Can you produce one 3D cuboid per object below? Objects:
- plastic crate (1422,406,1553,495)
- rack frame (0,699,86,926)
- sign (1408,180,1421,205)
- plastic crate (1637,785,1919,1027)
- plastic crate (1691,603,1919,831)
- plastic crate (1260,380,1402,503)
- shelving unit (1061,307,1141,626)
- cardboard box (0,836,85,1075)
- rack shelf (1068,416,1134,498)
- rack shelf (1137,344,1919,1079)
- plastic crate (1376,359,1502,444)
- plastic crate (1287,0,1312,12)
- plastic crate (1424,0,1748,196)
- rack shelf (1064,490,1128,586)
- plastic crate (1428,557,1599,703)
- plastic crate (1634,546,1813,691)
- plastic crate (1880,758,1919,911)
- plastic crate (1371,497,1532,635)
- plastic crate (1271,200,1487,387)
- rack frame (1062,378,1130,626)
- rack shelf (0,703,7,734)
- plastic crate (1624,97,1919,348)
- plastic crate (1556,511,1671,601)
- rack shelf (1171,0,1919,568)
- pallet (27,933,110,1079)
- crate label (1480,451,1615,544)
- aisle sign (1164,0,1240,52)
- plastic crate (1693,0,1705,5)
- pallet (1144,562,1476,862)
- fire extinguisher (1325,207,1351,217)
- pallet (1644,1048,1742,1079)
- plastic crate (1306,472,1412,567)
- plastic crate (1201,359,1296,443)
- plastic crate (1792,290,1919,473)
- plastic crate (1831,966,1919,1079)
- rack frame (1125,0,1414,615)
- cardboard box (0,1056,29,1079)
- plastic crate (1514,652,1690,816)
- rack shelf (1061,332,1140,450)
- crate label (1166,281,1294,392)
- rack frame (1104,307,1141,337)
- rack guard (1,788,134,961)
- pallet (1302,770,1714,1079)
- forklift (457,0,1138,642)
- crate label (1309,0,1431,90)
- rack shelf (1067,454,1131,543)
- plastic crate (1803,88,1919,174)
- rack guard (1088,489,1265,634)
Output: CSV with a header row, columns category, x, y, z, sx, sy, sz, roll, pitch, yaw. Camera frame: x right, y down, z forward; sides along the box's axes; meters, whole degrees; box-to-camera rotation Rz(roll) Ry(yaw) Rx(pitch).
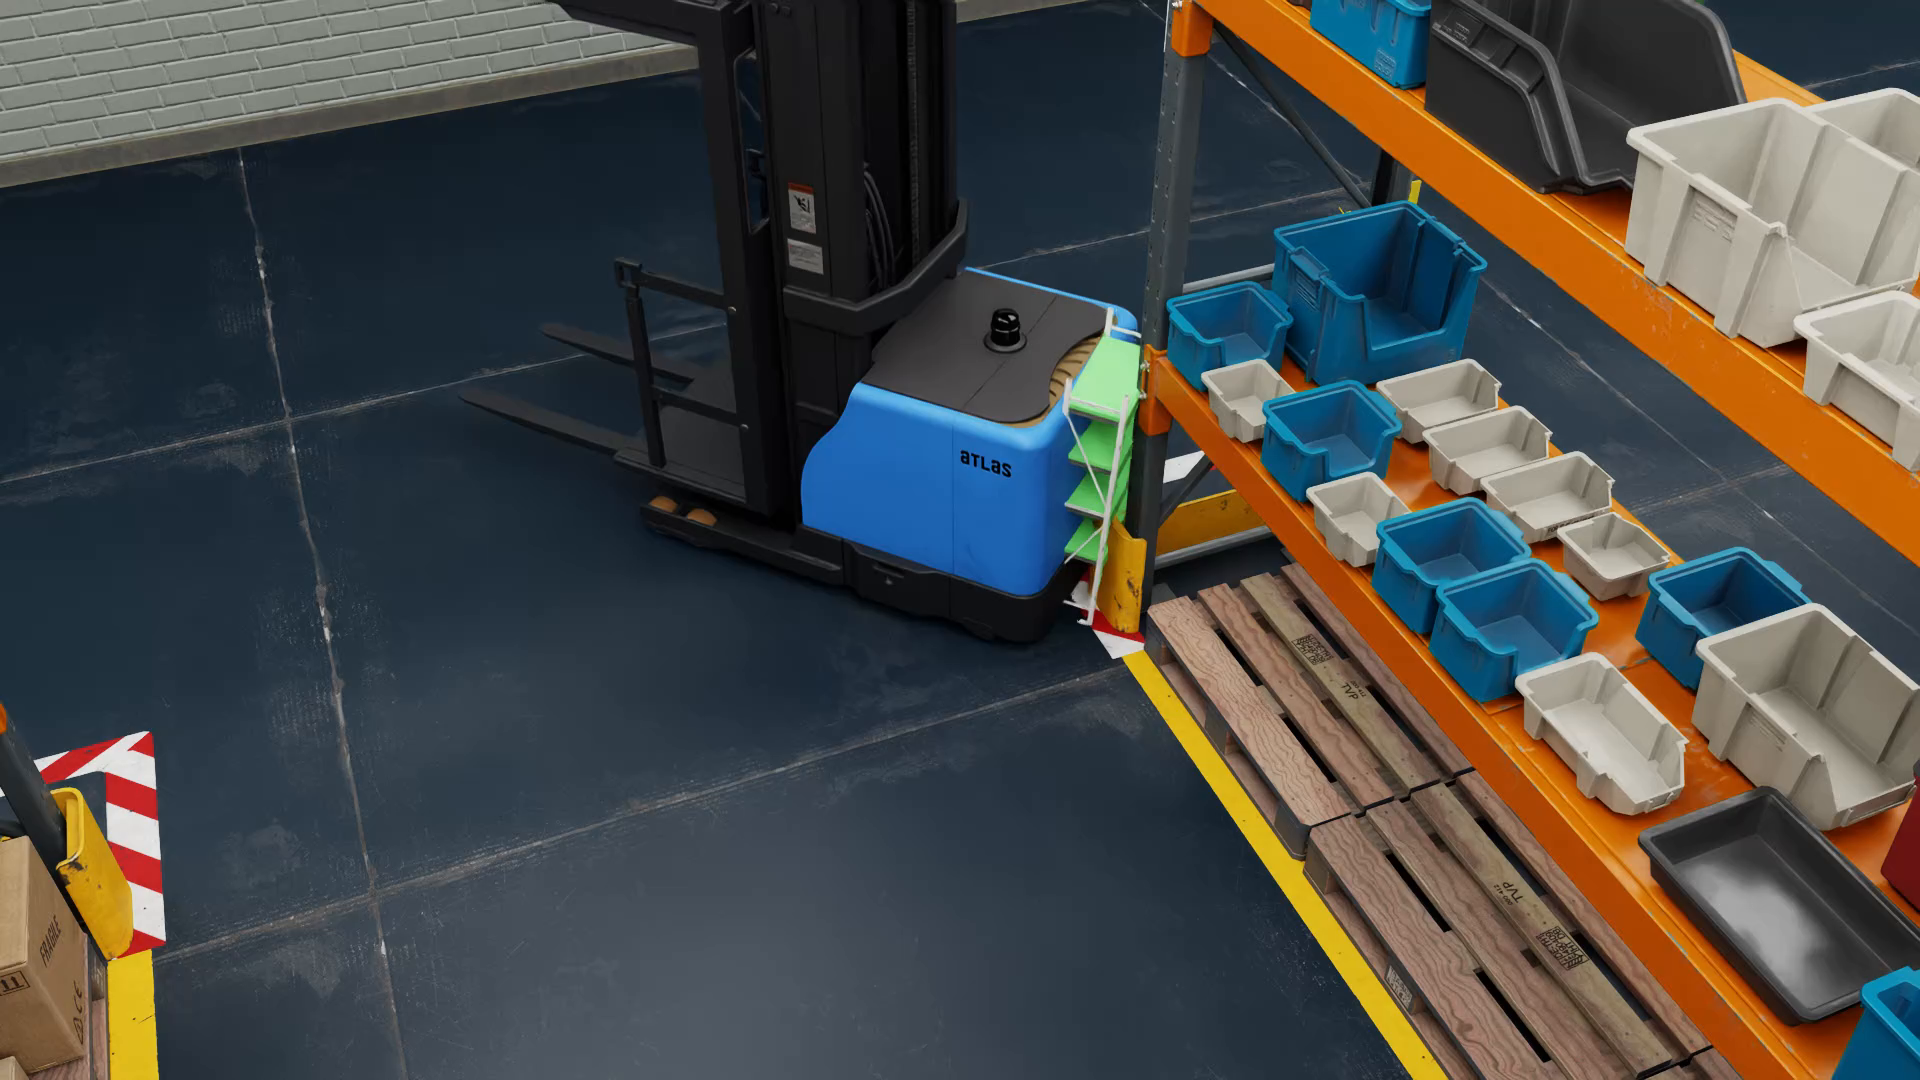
category,x,y,z,sx,sy,sz,roll,pitch,yaw
plastic crate,1.724,-0.277,5.428,0.396,0.136,0.243,-15,43,-17
rack frame,-3.430,0.255,4.653,1.000,3.000,0.127,-15,43,-17
sign,1.649,-1.187,6.205,0.100,0.325,0.005,-15,43,-17
plastic crate,2.001,0.905,4.061,0.437,0.125,0.590,-15,43,-17
plastic crate,2.264,0.487,4.427,0.437,0.282,0.530,-15,43,-17
plastic crate,1.190,-0.310,5.393,0.416,0.233,0.300,-15,43,-17
shelving unit,0.557,-0.272,6.622,0.258,1.200,0.503,18,45,13
cardboard box,-2.995,1.302,5.015,0.500,0.500,0.500,-15,43,-17
rack shelf,0.567,-0.399,6.501,0.258,0.148,0.480,18,45,13
rack shelf,1.913,0.499,4.921,1.077,0.370,4.000,-15,43,-17
plastic crate,1.627,-0.455,5.635,0.396,0.136,0.243,-15,43,-17
plastic crate,1.037,-1.765,4.801,0.497,0.269,0.590,-15,43,-17
plastic crate,1.478,-1.103,3.980,0.504,0.338,0.767,-15,43,-17
rack shelf,0.539,-0.052,6.831,0.258,0.148,0.480,18,45,13
plastic crate,1.556,0.267,4.721,0.416,0.233,0.300,-15,43,-17
plastic crate,2.170,0.235,4.758,0.416,0.233,0.300,-15,43,-17
plastic crate,2.568,0.784,3.943,0.402,0.464,0.583,-15,43,-17
plastic crate,1.441,0.086,4.931,0.416,0.233,0.300,-15,43,-17
plastic crate,1.448,-0.860,5.876,0.616,0.435,0.499,-15,43,-17
rack frame,0.466,-0.119,6.454,0.240,1.200,0.015,18,45,13
rack shelf,-2.665,1.733,3.486,1.077,0.370,4.000,-15,43,-17
plastic crate,1.710,-0.659,3.506,0.437,0.282,0.530,-15,43,-17
plastic crate,1.984,0.058,5.038,0.298,0.136,0.250,-15,43,-17
rack shelf,1.913,-0.638,3.943,1.077,0.370,4.000,-15,43,-17
pallet,-3.095,1.838,4.951,1.003,0.211,1.213,-15,43,-17
crate label,1.853,-0.115,5.240,0.396,0.136,0.243,-15,43,-17
aisle sign,0.845,-1.933,5.204,0.394,0.787,0.004,-15,43,-17
plastic crate,1.789,-1.513,4.570,0.450,0.188,0.336,-15,43,-17
pallet,1.427,0.585,6.407,1.003,0.211,1.213,-15,43,-17
fire extinguisher,1.510,-1.012,6.472,0.296,0.674,0.183,-15,43,-17
pallet,2.361,2.055,4.698,1.003,0.211,1.213,-15,43,-17
plastic crate,1.244,-0.048,5.161,0.250,0.136,0.298,-15,43,-17
plastic crate,0.984,-0.456,5.636,0.250,0.136,0.298,-15,43,-17
plastic crate,1.840,-0.277,3.174,0.293,0.136,0.466,-15,43,-17
plastic crate,2.184,1.218,3.499,0.392,0.384,0.575,-15,43,-17
rack frame,1.147,-0.978,6.087,1.000,3.000,0.127,-15,43,-17
cardboard box,-2.923,1.695,4.814,0.380,0.166,0.250,-15,43,-17
plastic crate,1.734,0.534,4.484,0.293,0.136,0.466,-15,43,-17
rack shelf,0.581,-0.572,6.335,0.258,0.148,0.480,18,45,13
crate label,0.938,-0.707,5.854,0.416,0.233,0.303,-15,43,-17
rack frame,0.647,-0.424,6.790,0.240,1.200,0.015,18,45,13
rack guard,-3.401,1.249,5.415,1.175,0.500,0.348,-15,43,-17
pallet,1.890,1.319,5.554,1.003,0.211,1.213,-15,43,-17
forklift,-0.824,-1.369,6.594,3.031,2.935,1.130,18,44,20
crate label,1.202,-1.423,4.418,0.408,0.251,0.502,-15,43,-17
rack shelf,0.553,-0.226,6.666,0.258,0.148,0.480,18,45,13
plastic crate,2.167,-0.833,3.820,0.437,0.136,0.530,-15,43,-17
rack guard,1.126,-0.042,6.915,1.175,0.500,0.348,-15,43,-17
